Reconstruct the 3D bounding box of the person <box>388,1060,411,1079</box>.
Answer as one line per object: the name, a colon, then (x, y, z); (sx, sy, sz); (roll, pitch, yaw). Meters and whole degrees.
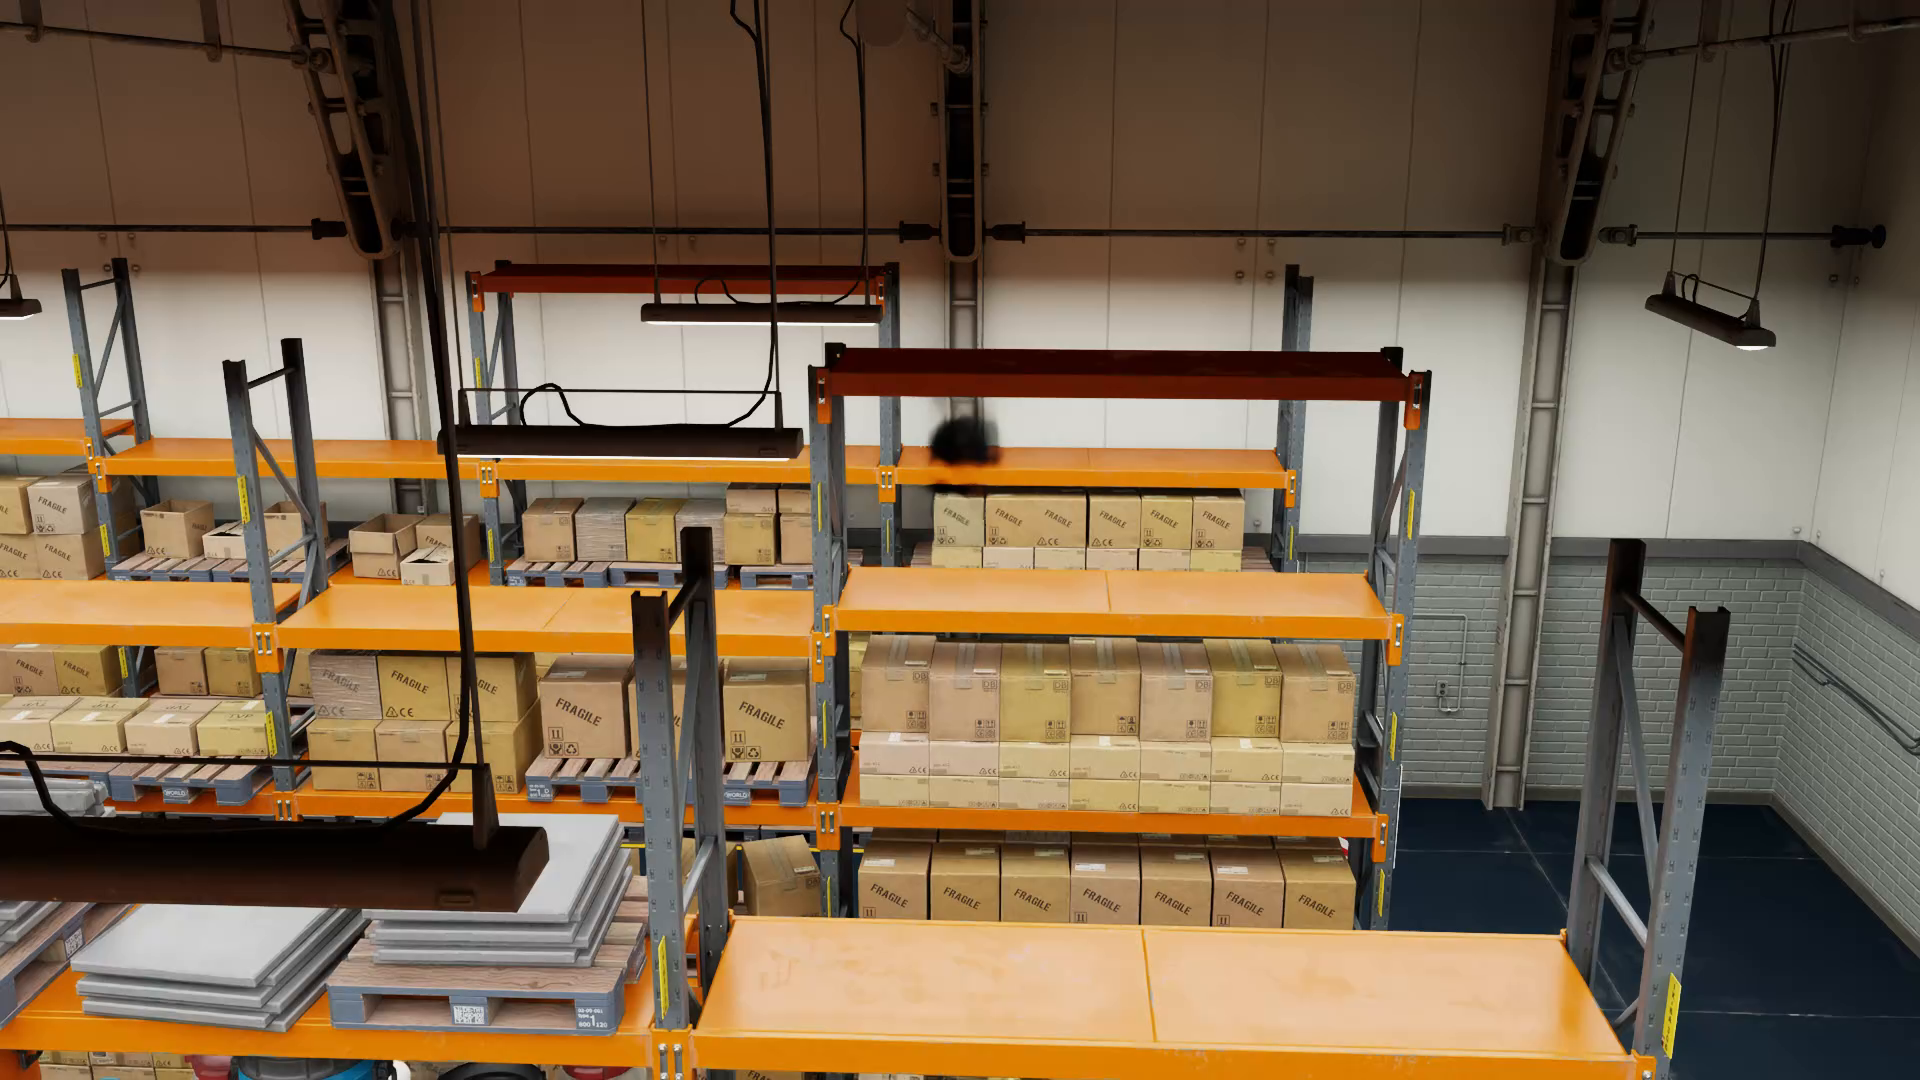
person: (-3.675, 4.209, 10.999); (0.639, 1.730, 0.652); (0, 16, 1)
